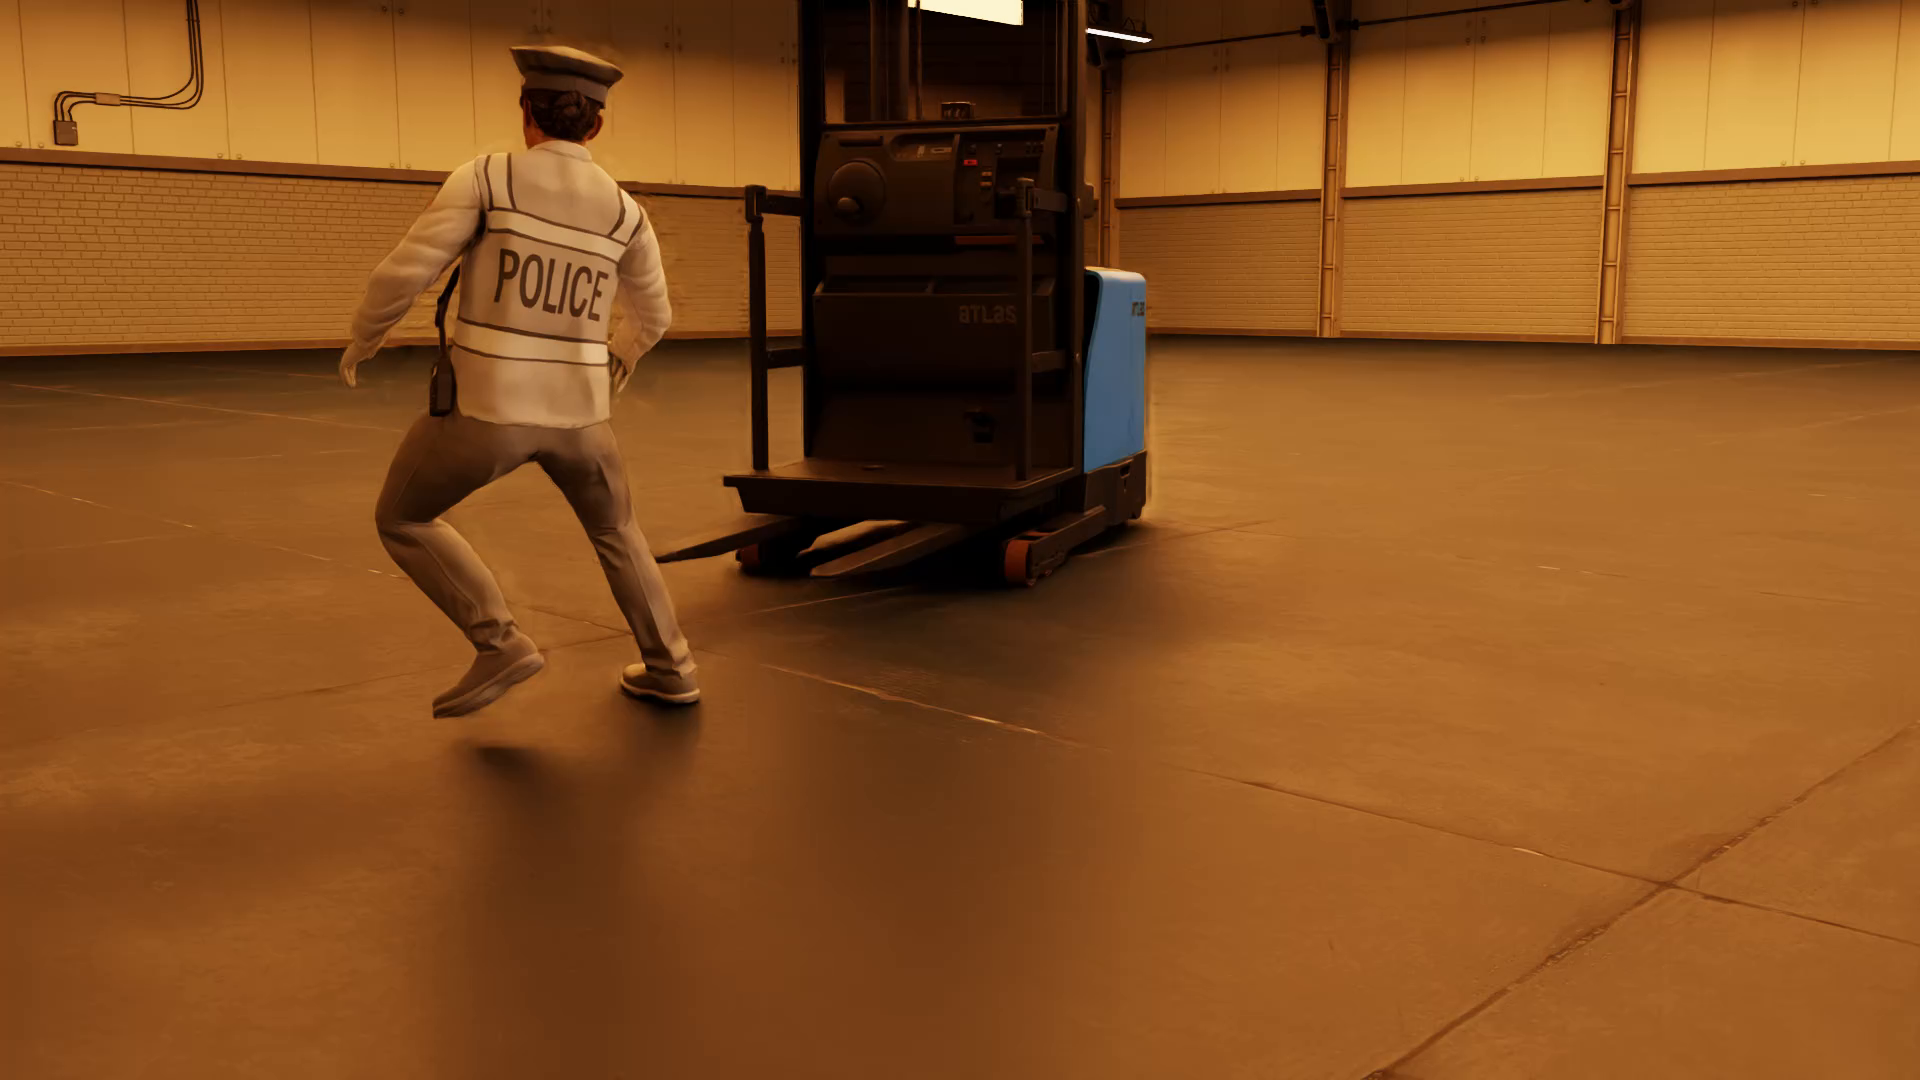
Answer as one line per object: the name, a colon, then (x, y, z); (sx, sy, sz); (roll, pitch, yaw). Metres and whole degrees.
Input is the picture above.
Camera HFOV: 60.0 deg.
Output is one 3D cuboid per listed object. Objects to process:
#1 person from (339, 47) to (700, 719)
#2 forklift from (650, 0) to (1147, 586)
person: (-0.979, -0.325, 3.781); (0.782, 1.513, 0.638); (-5, 10, -31)
forklift: (-0.163, -1.358, 5.892); (1.130, 2.935, 3.031); (3, 9, 19)
